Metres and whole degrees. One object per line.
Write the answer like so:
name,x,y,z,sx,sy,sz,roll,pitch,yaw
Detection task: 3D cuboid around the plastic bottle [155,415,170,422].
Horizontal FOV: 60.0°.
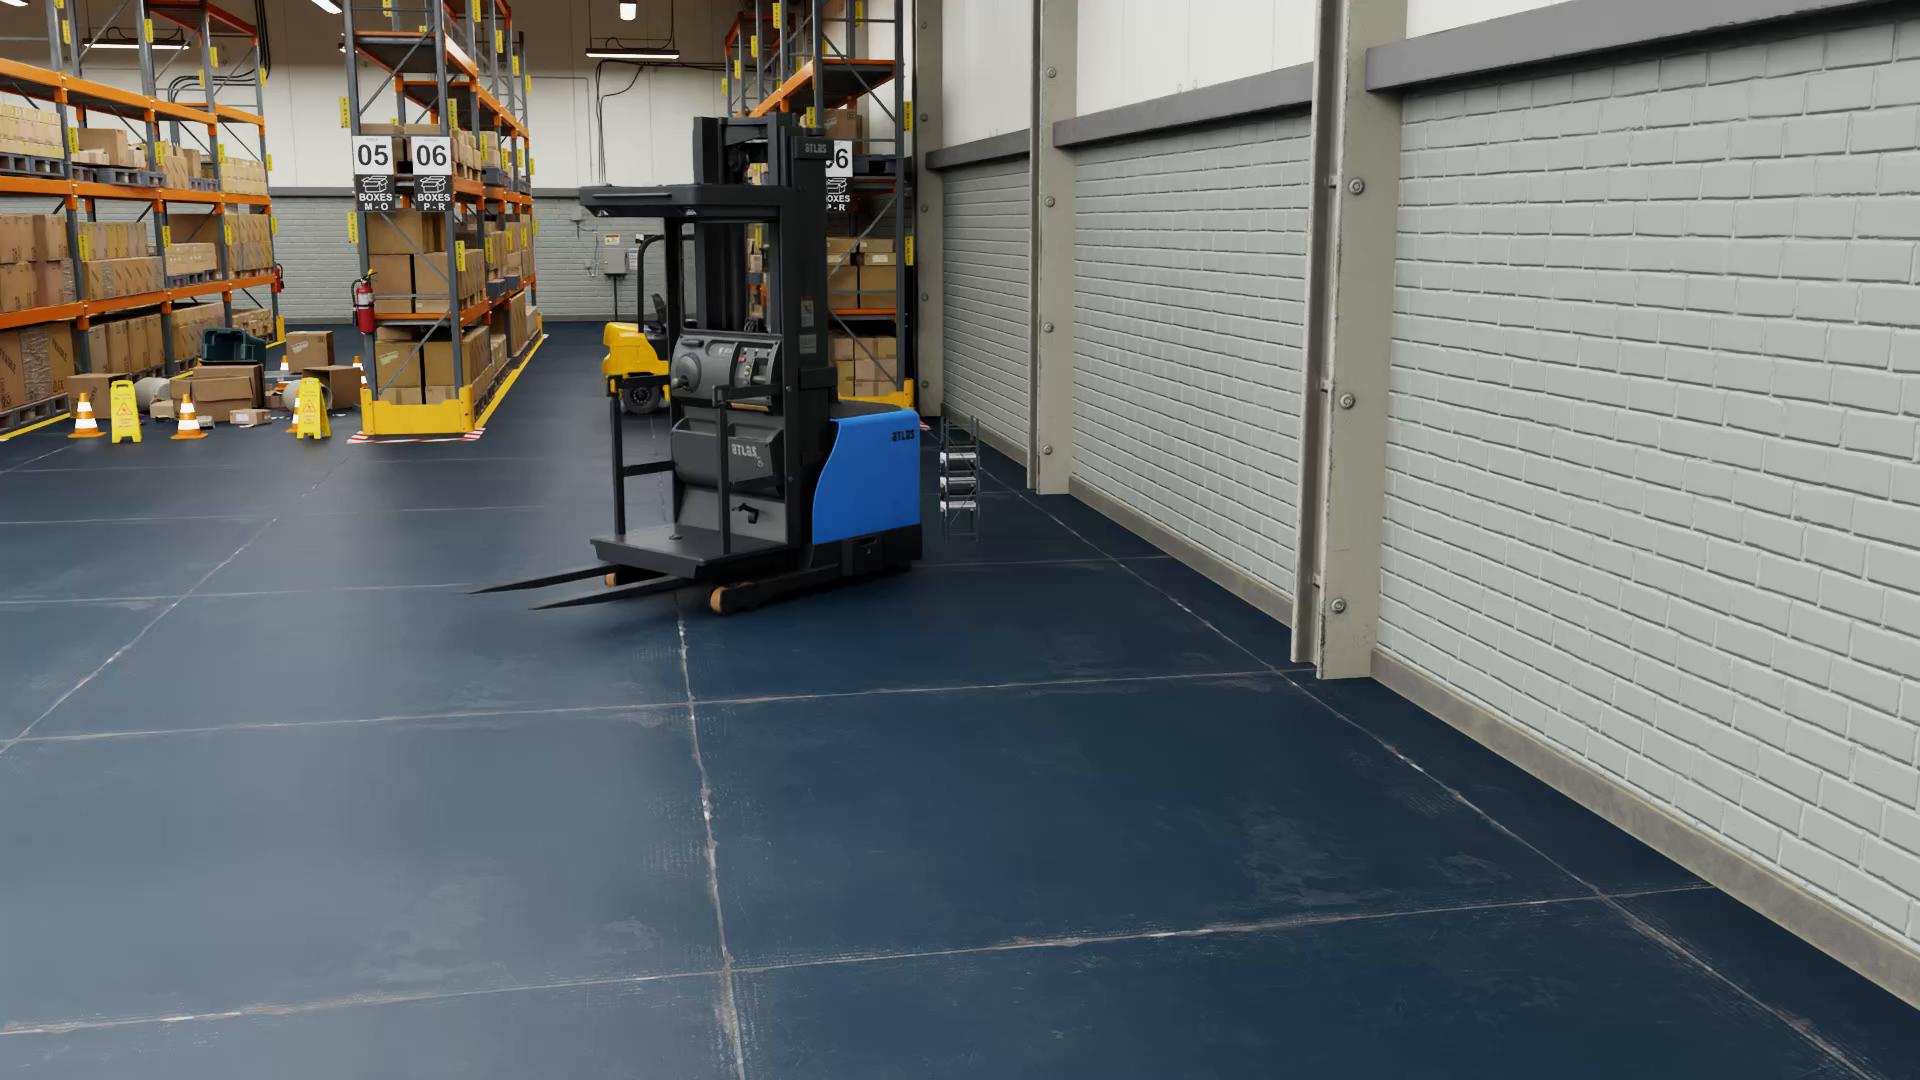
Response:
plastic bottle,-9.371,-1.427,19.530,0.133,0.061,0.283,-6,13,-31

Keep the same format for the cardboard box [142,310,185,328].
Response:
cardboard box,-12.292,-3.416,25.676,0.500,0.250,0.500,-3,11,-14

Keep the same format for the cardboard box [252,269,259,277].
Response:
cardboard box,-13.441,-5.040,31.326,0.380,0.149,0.250,-3,11,-14

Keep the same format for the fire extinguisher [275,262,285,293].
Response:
fire extinguisher,-13.548,-5.243,32.922,0.296,0.674,0.183,-2,11,-11

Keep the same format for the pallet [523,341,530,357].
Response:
pallet,-8.114,-3.357,29.270,1.003,0.211,1.213,-2,11,-11

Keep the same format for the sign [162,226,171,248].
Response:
sign,-11.852,-4.523,24.842,0.100,0.325,0.005,-2,11,-11

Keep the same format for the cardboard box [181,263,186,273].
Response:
cardboard box,-12.498,-4.303,26.329,0.380,0.149,0.250,-2,11,-9

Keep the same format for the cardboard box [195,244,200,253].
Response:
cardboard box,-12.707,-4.786,27.276,0.380,0.149,0.250,-2,11,-13

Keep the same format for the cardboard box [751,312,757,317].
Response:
cardboard box,-3.483,-3.831,29.864,0.500,0.500,0.500,-2,11,-12

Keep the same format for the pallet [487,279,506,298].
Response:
pallet,-6.788,-3.450,22.812,1.003,0.211,1.213,-2,11,-11

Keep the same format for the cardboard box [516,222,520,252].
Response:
cardboard box,-7.897,-5.239,28.756,0.500,0.500,0.500,-2,11,-10

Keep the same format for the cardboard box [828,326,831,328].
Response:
cardboard box,-1.930,-2.641,21.608,0.500,0.250,0.500,-2,11,-9

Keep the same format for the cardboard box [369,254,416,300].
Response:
cardboard box,-6.380,-2.950,18.608,0.500,0.500,0.500,-2,11,-12

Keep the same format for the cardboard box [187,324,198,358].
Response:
cardboard box,-12.384,-3.143,26.249,0.500,0.500,0.500,-2,11,-10

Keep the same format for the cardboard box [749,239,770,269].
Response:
cardboard box,-3.342,-4.967,28.877,0.700,0.500,0.500,-2,11,-11

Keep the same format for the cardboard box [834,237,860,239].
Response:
cardboard box,-1.483,-3.950,22.131,0.380,0.149,0.250,-2,11,-12

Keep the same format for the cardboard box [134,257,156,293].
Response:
cardboard box,-11.949,-3.818,23.968,0.500,0.500,0.500,-2,11,-11

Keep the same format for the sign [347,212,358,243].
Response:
sign,-6.552,-3.372,17.950,0.100,0.325,0.005,-2,11,-11

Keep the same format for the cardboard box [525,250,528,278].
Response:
cardboard box,-8.266,-5.103,30.717,0.500,0.500,0.500,-2,11,-11

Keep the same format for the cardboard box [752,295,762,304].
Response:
cardboard box,-3.563,-4.369,30.158,0.380,0.149,0.250,-3,11,-14

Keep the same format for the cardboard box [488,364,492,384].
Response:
cardboard box,-6.403,-2.155,21.729,0.500,0.250,0.500,-2,11,-8

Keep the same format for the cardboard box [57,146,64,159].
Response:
cardboard box,-11.233,-4.750,20.391,0.380,0.149,0.250,-2,11,-11

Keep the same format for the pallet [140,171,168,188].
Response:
pallet,-12.219,-5.198,23.968,1.213,0.211,1.003,-2,11,-8

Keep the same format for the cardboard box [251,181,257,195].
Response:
cardboard box,-13.414,-6.542,30.925,0.500,0.250,0.500,-2,11,-9

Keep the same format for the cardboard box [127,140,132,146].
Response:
cardboard box,-12.844,-5.991,25.311,0.396,0.266,0.258,-2,11,-11

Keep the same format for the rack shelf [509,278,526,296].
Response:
rack shelf,-7.949,-4.145,27.878,1.077,0.370,4.000,-2,11,-11

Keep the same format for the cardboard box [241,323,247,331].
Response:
cardboard box,-13.230,-3.885,30.290,0.380,0.149,0.250,-2,11,-8

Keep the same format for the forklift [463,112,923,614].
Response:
forklift,-1.593,-1.103,10.152,1.130,2.935,3.031,9,14,40

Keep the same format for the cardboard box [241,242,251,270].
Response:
cardboard box,-13.189,-5.147,30.151,0.500,0.500,0.500,-2,11,-12

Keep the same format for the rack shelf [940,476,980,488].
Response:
rack shelf,-0.002,-0.411,12.126,0.258,0.077,0.200,-2,11,-11

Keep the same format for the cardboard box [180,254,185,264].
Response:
cardboard box,-12.500,-4.449,26.302,0.380,0.149,0.250,-2,11,-11

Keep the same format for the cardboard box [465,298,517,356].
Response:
cardboard box,-7.613,-3.424,26.725,0.875,0.875,0.875,-2,11,-12

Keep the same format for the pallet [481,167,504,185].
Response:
pallet,-6.798,-4.897,22.382,1.213,0.211,1.003,-2,11,-11

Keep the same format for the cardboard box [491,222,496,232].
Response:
cardboard box,-6.965,-4.562,24.224,0.380,0.149,0.250,-3,11,-14

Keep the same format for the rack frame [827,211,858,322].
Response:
rack frame,-1.914,-3.580,22.981,1.000,3.000,0.127,-2,11,-11

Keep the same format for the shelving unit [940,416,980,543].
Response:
shelving unit,-0.002,-0.444,12.120,0.258,0.900,0.210,-2,11,-11

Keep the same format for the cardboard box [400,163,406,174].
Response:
cardboard box,-6.447,-4.165,18.705,0.380,0.149,0.250,-2,11,-9

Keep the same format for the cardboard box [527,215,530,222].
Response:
cardboard box,-8.644,-6.310,32.649,0.380,0.149,0.250,-2,11,-12

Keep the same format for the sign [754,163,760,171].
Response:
sign,-3.224,-6.021,26.405,0.100,0.325,0.005,-2,11,-11

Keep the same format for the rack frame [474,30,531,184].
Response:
rack frame,-9.116,-8.546,33.032,1.000,3.000,0.127,-2,11,-11

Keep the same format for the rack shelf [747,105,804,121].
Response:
rack shelf,-3.081,-7.077,28.307,1.077,0.370,4.000,-2,11,-11

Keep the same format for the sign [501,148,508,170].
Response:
sign,-7.027,-5.879,25.657,0.100,0.325,0.005,-2,11,-11

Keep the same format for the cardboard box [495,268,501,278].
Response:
cardboard box,-6.806,-3.834,23.868,0.380,0.149,0.250,-2,11,-9

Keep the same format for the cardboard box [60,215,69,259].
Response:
cardboard box,-11.580,-3.735,20.509,0.875,0.550,0.550,-2,11,-11

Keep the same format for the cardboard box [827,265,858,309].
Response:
cardboard box,-1.489,-2.976,19.542,0.500,0.500,0.500,-2,11,-12

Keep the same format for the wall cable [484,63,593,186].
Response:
wall cable,-9.760,-9.606,38.600,2.355,3.000,0.029,-2,11,-11

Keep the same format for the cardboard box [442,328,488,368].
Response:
cardboard box,-6.303,-2.430,21.168,0.500,0.500,0.500,-2,11,-10

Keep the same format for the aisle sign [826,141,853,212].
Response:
aisle sign,-1.411,-4.100,18.764,0.394,0.787,0.004,-2,11,-11

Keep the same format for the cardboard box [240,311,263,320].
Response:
cardboard box,-13.338,-4.223,31.271,0.380,0.149,0.250,-2,11,-9

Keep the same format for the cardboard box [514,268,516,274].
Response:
cardboard box,-7.721,-4.438,27.890,0.500,0.250,0.500,-2,11,-11

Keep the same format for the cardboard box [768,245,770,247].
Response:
cardboard box,-2.790,-4.517,25.903,0.380,0.149,0.250,-2,11,-9

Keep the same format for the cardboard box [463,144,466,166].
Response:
cardboard box,-6.054,-4.499,19.397,0.500,0.250,0.500,-2,11,-9

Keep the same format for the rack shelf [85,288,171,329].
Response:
rack shelf,-12.007,-3.213,22.981,1.077,0.370,4.000,-2,11,-11

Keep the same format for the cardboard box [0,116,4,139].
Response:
cardboard box,-10.881,-4.551,18.278,0.500,0.250,0.500,-2,11,-11
